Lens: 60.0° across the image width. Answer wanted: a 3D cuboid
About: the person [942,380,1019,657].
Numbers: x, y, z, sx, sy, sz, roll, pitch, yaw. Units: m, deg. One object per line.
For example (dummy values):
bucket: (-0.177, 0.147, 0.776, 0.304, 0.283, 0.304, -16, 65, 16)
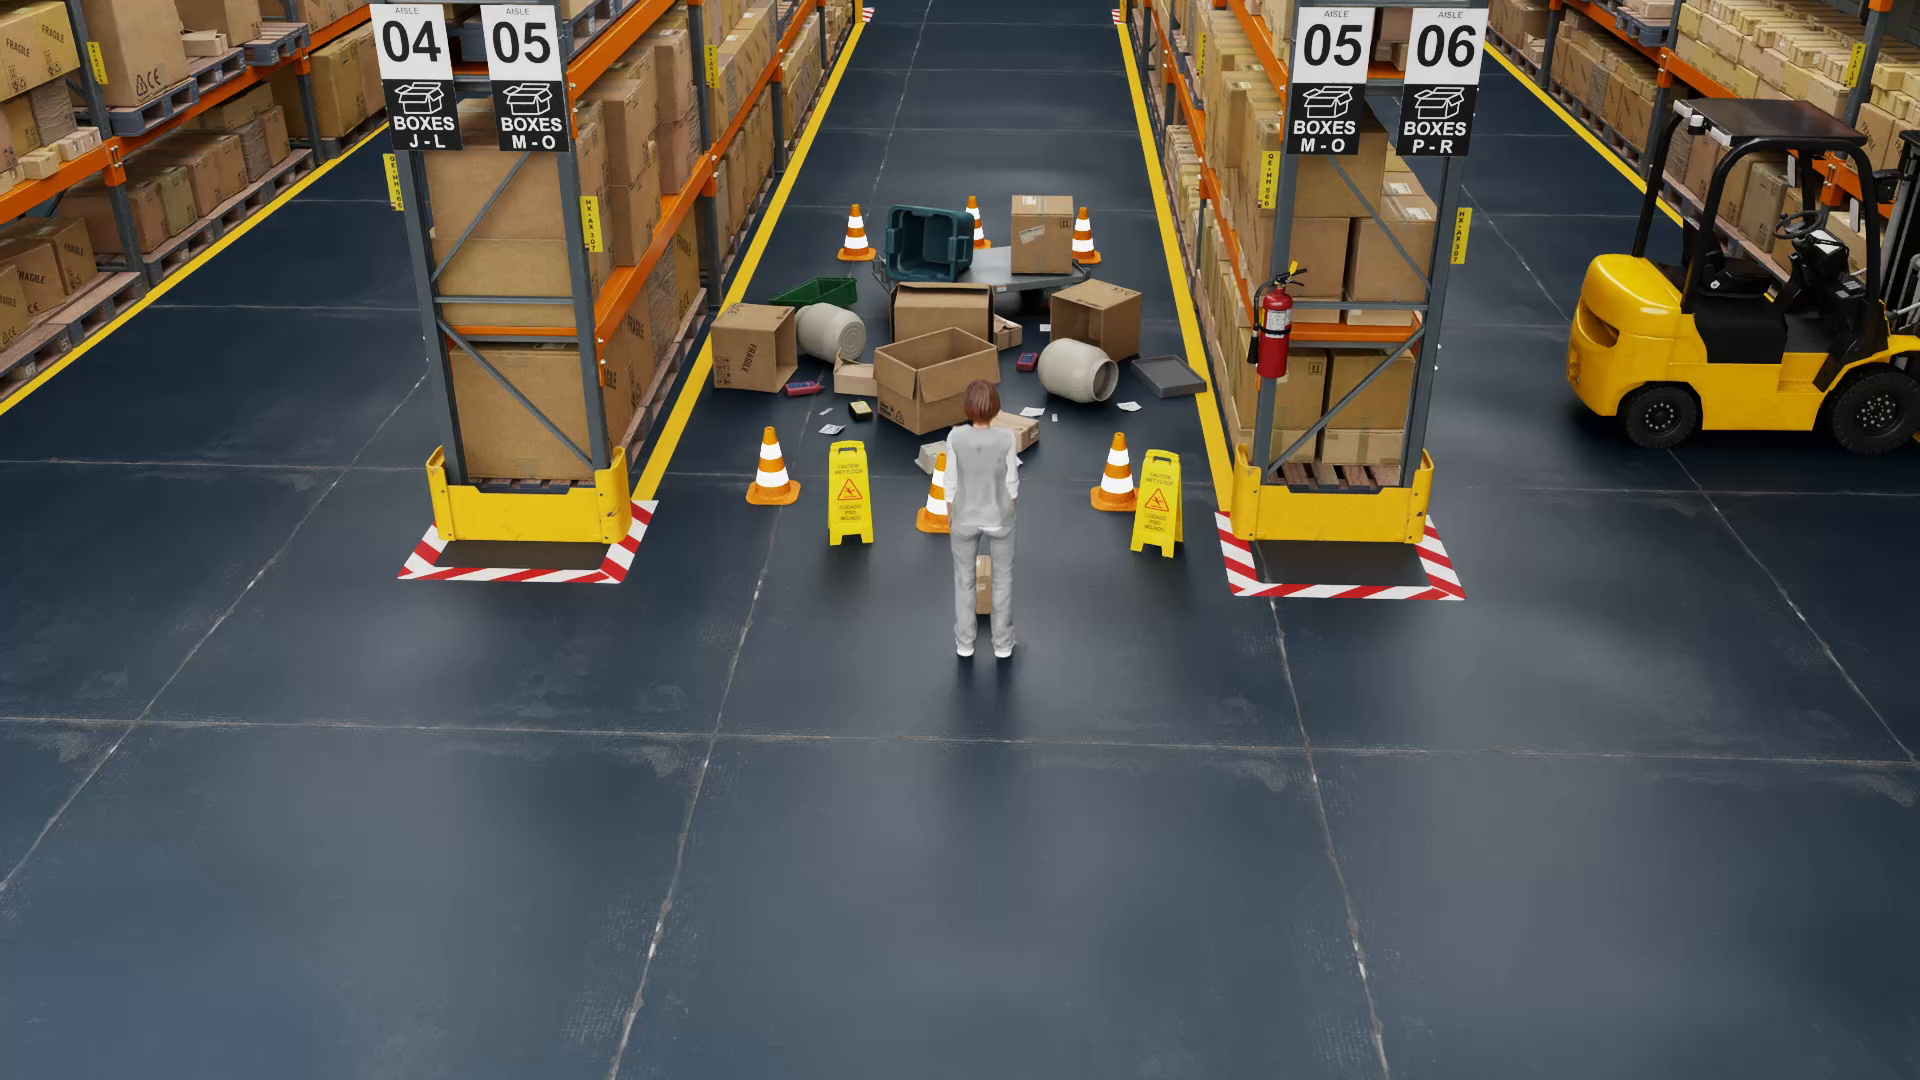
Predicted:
person: (0.107, -0.106, 8.834, 0.406, 1.596, 0.307, 2, 28, 3)
